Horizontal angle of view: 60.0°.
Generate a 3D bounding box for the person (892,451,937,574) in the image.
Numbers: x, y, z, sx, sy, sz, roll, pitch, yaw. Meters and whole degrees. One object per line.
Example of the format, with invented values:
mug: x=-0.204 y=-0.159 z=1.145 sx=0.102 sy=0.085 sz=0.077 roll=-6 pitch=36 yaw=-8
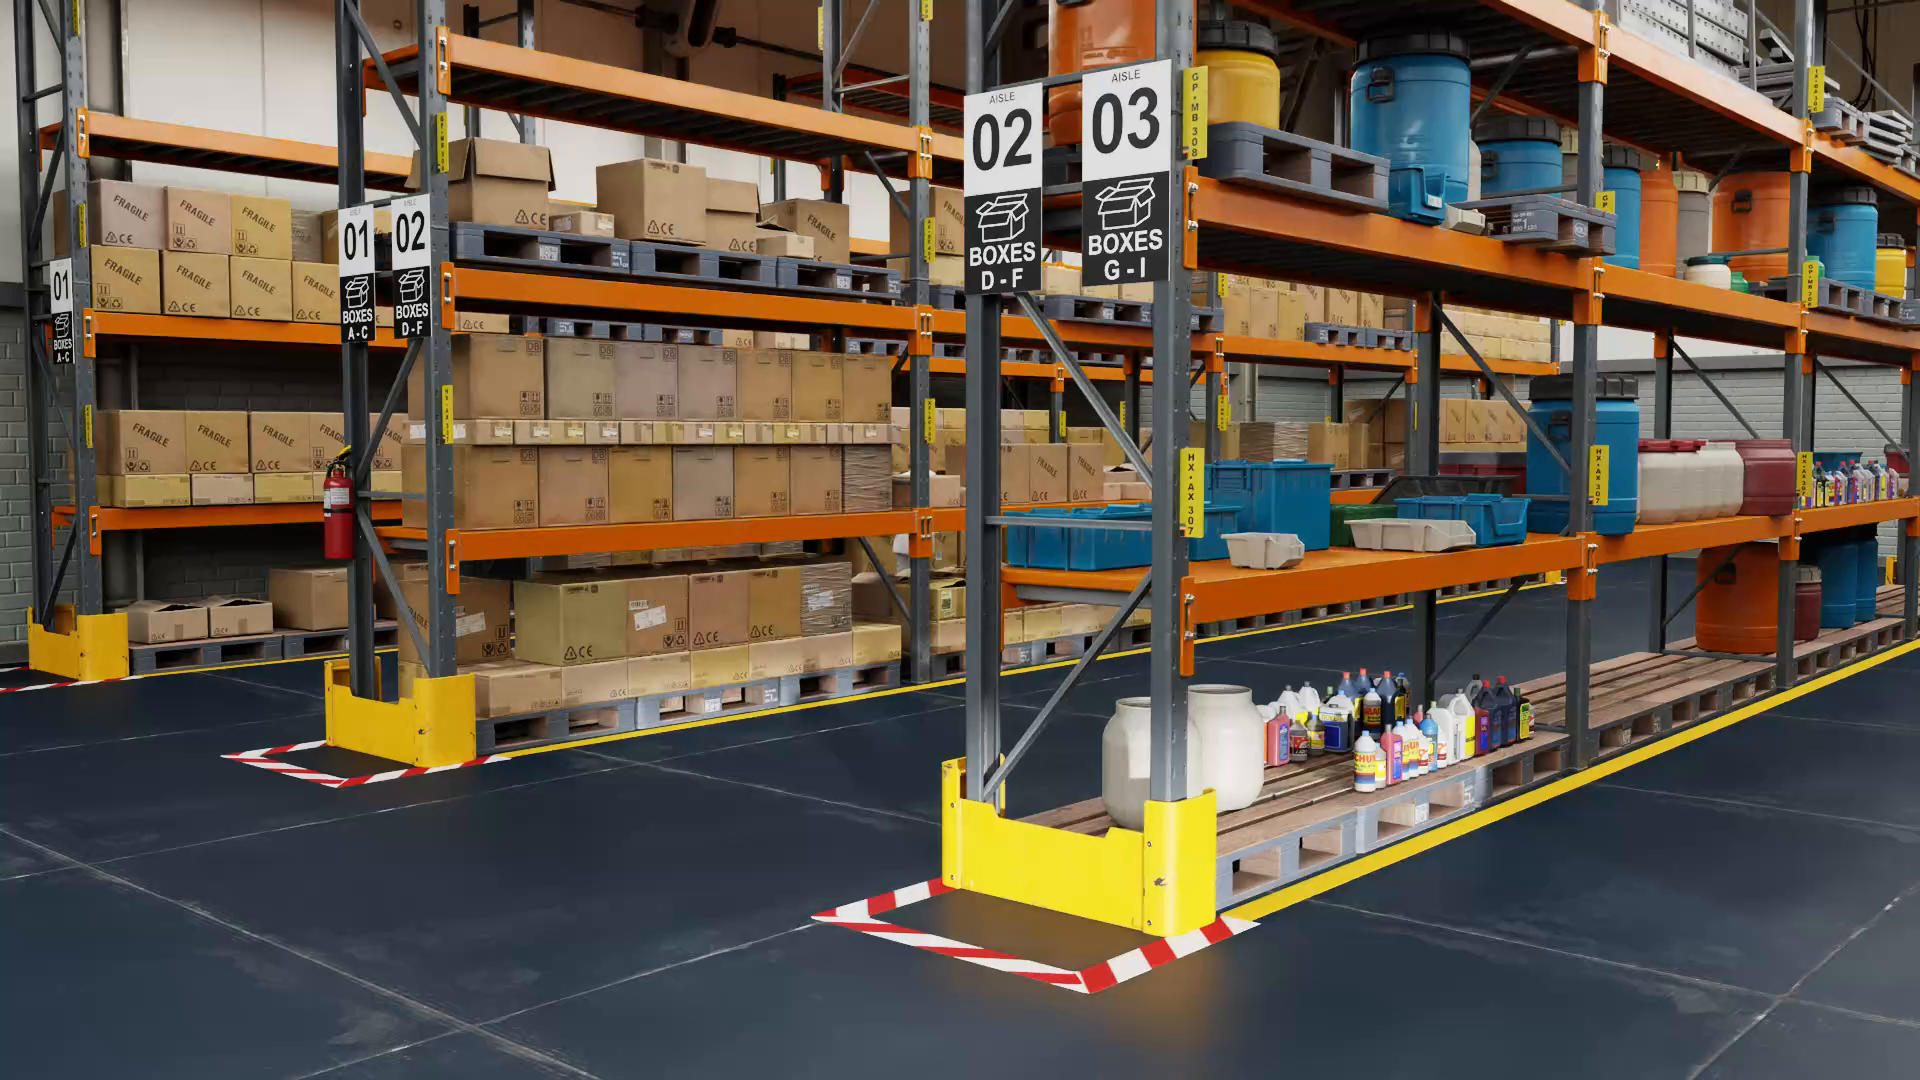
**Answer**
person: x=-0.537 y=-0.086 z=17.169 sx=0.548 sy=1.775 sz=0.528 roll=3 pitch=5 yaw=42
